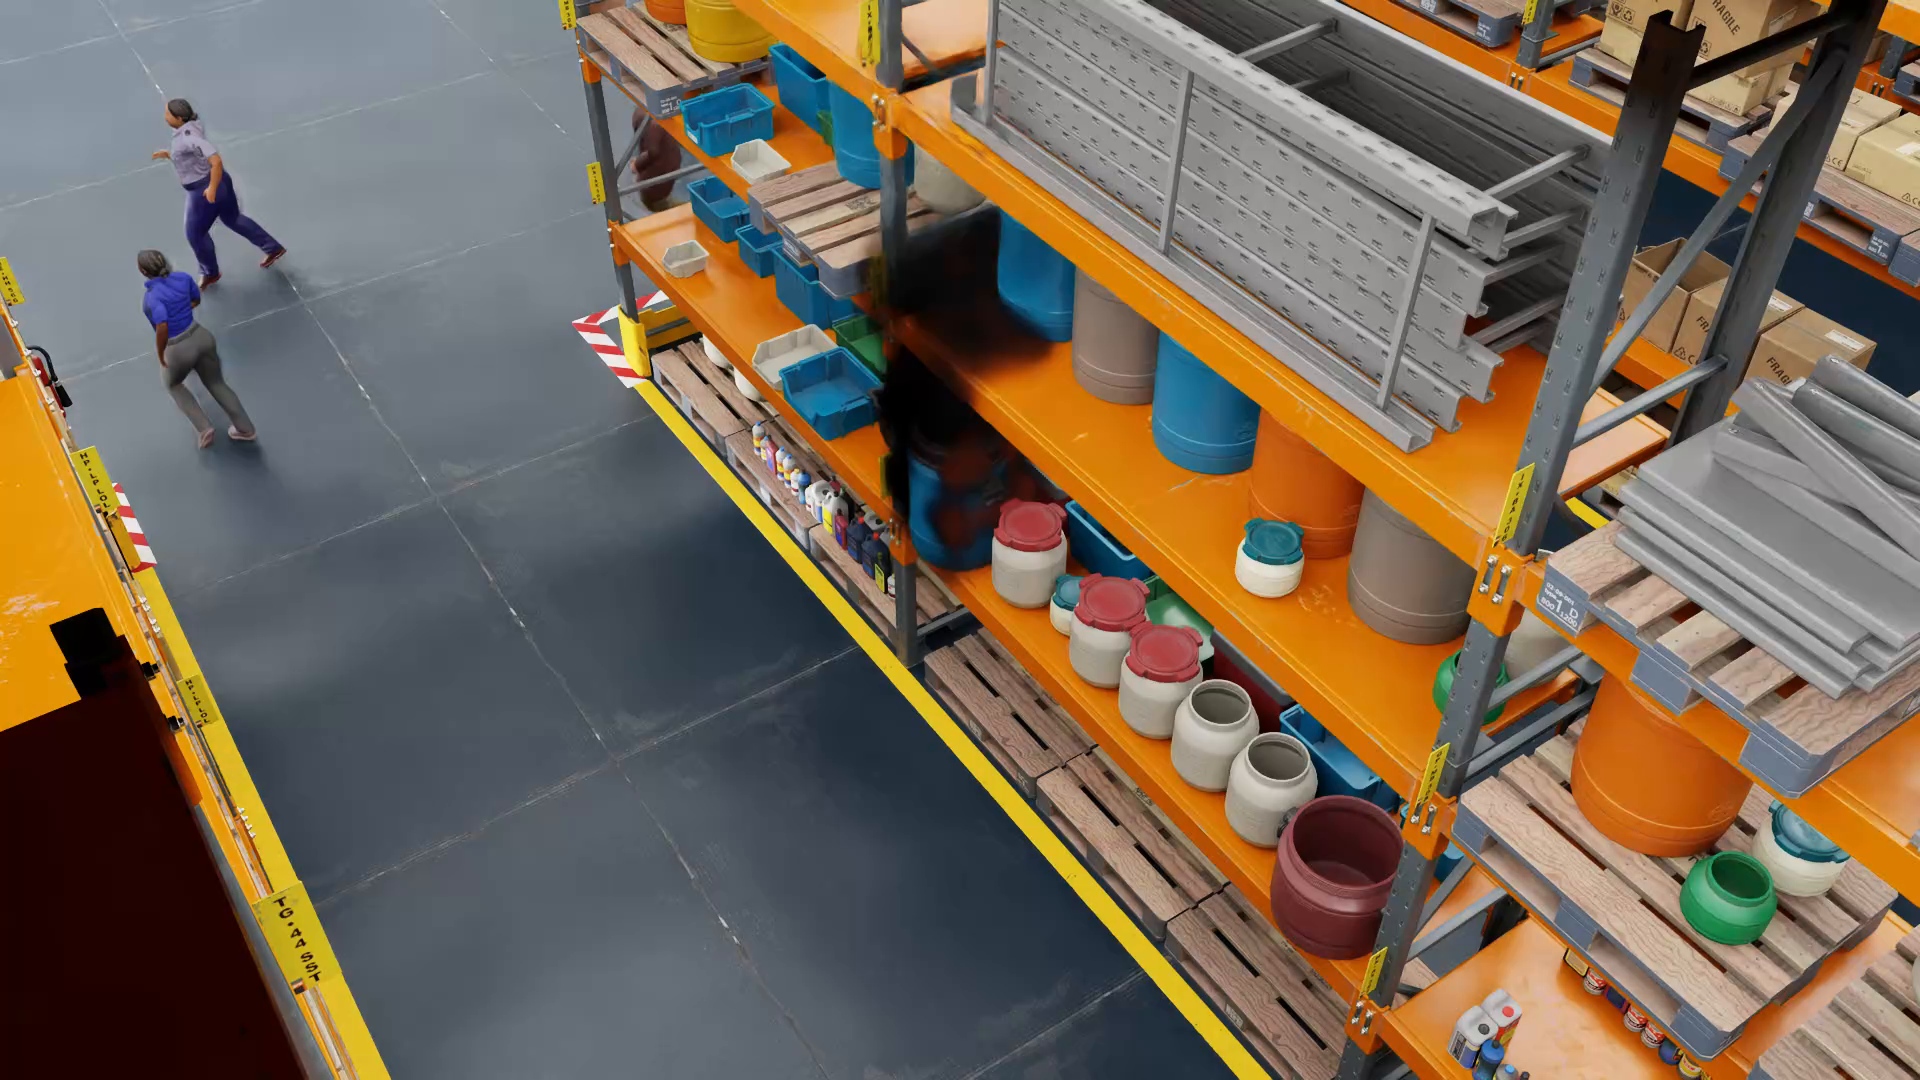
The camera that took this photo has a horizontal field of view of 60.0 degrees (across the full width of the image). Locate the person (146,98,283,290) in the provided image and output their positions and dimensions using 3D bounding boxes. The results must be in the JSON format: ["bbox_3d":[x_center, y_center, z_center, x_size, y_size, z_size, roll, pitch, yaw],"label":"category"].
[{"bbox_3d":[-6.172,-2.845,13.617,0.871,1.676,0.632,-8,43,-8],"label":"person"}]

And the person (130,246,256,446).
[{"bbox_3d":[-5.651,-1.362,12.063,0.733,1.739,0.591,18,45,18],"label":"person"}]

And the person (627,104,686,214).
[{"bbox_3d":[-2.523,-3.161,13.963,0.599,1.740,0.760,9,43,9],"label":"person"}]
